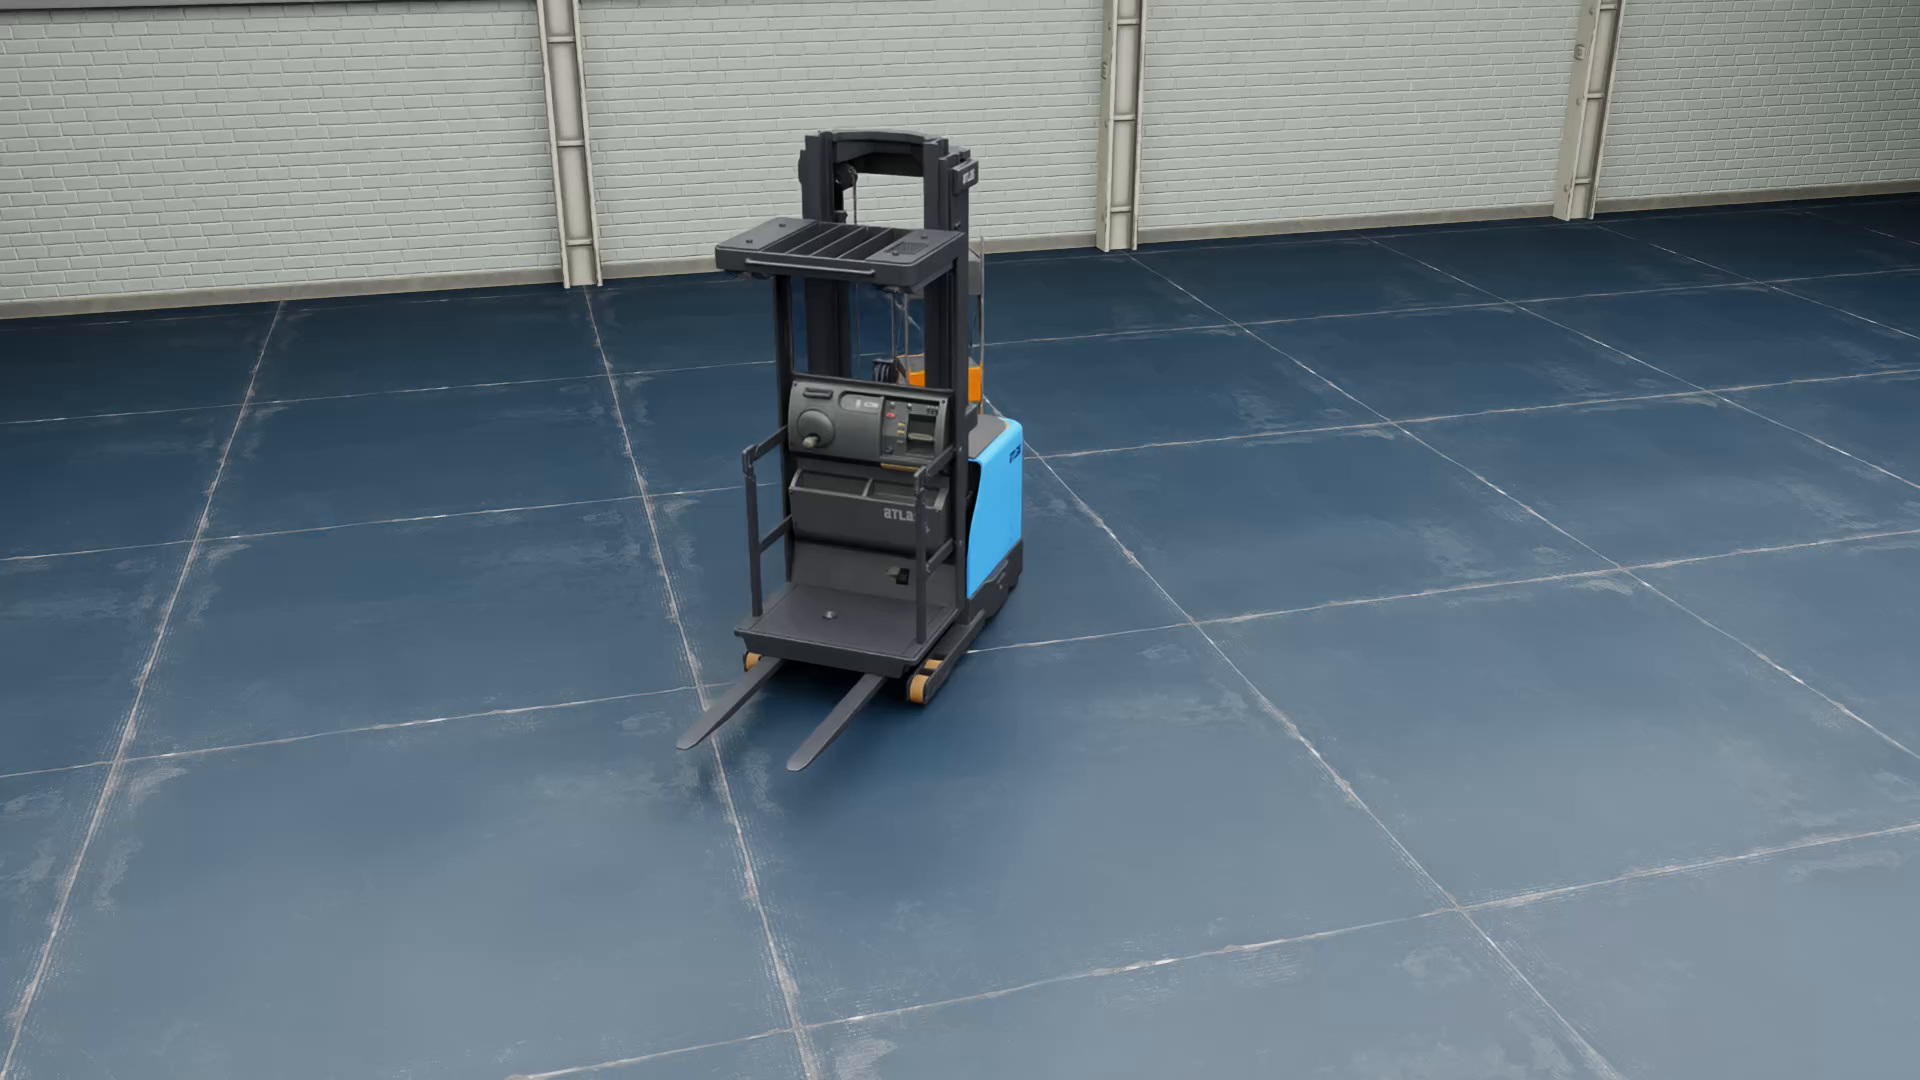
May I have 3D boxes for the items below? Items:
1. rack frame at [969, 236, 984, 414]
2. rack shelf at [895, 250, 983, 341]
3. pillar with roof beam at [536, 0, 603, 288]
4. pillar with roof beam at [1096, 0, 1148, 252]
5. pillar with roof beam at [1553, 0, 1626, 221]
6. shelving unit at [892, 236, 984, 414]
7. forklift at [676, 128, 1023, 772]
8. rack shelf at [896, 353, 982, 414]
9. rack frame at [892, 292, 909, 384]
[{"bbox_3d":[0.091,-0.984,10.880,0.015,2.100,0.400,-6,24,-14],"label":"rack frame"},{"bbox_3d":[-0.145,-1.590,10.552,0.480,0.518,0.431,-6,24,-14],"label":"rack shelf"},{"bbox_3d":[-2.824,-5.213,11.987,0.400,9.000,9.100,-6,24,-14],"label":"pillar with roof beam"},{"bbox_3d":[2.953,-5.852,13.476,0.400,9.000,9.100,-6,24,-14],"label":"pillar with roof beam"},{"bbox_3d":[8.730,-6.491,14.966,0.400,9.000,9.100,-6,24,-14],"label":"pillar with roof beam"},{"bbox_3d":[-0.145,-0.959,10.822,0.503,2.100,0.431,-6,24,-14],"label":"shelving unit"},{"bbox_3d":[-0.583,-0.625,8.988,1.130,2.935,3.031,8,25,18],"label":"forklift"},{"bbox_3d":[-0.145,-0.947,10.828,0.480,0.518,0.431,-6,24,-14],"label":"rack shelf"},{"bbox_3d":[-0.381,-0.934,10.764,0.015,2.100,0.400,-6,24,-14],"label":"rack frame"}]
